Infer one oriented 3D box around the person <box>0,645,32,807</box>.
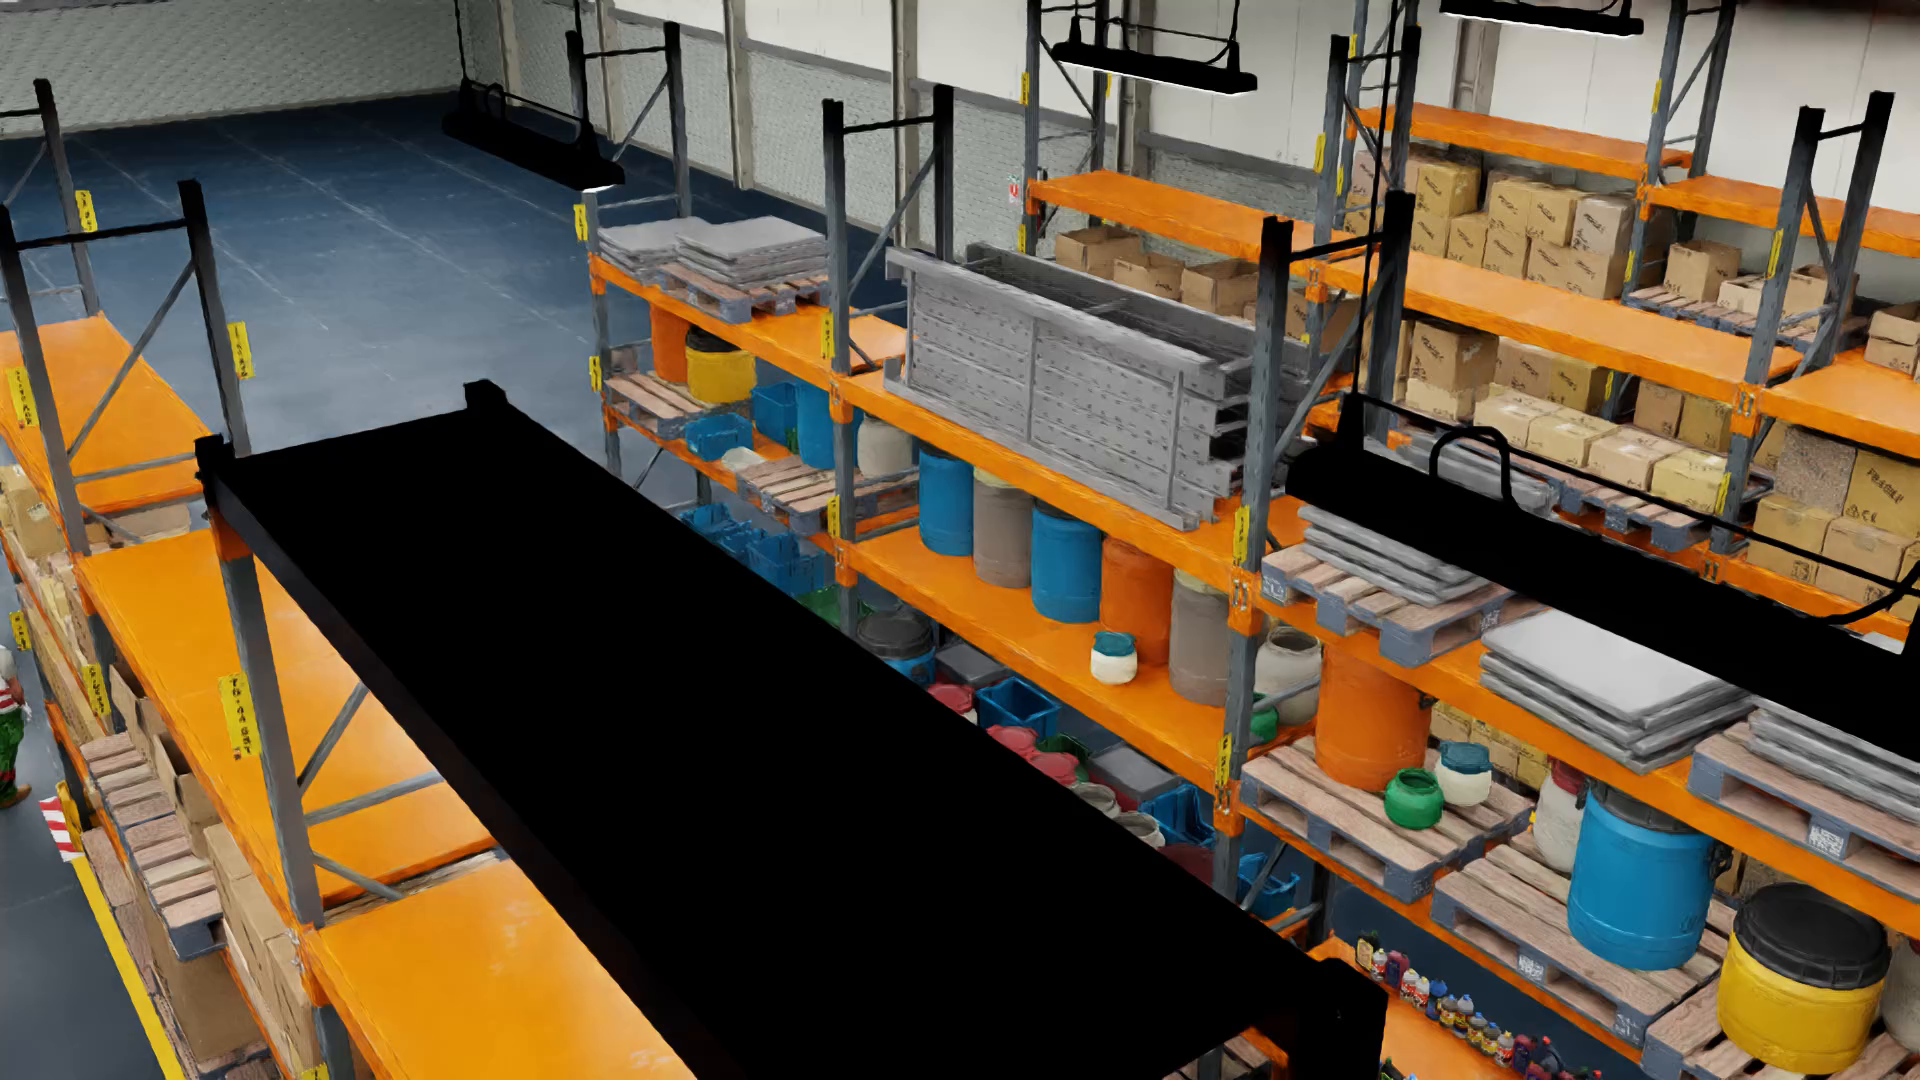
[{"bbox_3d":[-8.089,1.409,13.812,0.658,1.778,0.446,3,25,6],"label":"person"}]
